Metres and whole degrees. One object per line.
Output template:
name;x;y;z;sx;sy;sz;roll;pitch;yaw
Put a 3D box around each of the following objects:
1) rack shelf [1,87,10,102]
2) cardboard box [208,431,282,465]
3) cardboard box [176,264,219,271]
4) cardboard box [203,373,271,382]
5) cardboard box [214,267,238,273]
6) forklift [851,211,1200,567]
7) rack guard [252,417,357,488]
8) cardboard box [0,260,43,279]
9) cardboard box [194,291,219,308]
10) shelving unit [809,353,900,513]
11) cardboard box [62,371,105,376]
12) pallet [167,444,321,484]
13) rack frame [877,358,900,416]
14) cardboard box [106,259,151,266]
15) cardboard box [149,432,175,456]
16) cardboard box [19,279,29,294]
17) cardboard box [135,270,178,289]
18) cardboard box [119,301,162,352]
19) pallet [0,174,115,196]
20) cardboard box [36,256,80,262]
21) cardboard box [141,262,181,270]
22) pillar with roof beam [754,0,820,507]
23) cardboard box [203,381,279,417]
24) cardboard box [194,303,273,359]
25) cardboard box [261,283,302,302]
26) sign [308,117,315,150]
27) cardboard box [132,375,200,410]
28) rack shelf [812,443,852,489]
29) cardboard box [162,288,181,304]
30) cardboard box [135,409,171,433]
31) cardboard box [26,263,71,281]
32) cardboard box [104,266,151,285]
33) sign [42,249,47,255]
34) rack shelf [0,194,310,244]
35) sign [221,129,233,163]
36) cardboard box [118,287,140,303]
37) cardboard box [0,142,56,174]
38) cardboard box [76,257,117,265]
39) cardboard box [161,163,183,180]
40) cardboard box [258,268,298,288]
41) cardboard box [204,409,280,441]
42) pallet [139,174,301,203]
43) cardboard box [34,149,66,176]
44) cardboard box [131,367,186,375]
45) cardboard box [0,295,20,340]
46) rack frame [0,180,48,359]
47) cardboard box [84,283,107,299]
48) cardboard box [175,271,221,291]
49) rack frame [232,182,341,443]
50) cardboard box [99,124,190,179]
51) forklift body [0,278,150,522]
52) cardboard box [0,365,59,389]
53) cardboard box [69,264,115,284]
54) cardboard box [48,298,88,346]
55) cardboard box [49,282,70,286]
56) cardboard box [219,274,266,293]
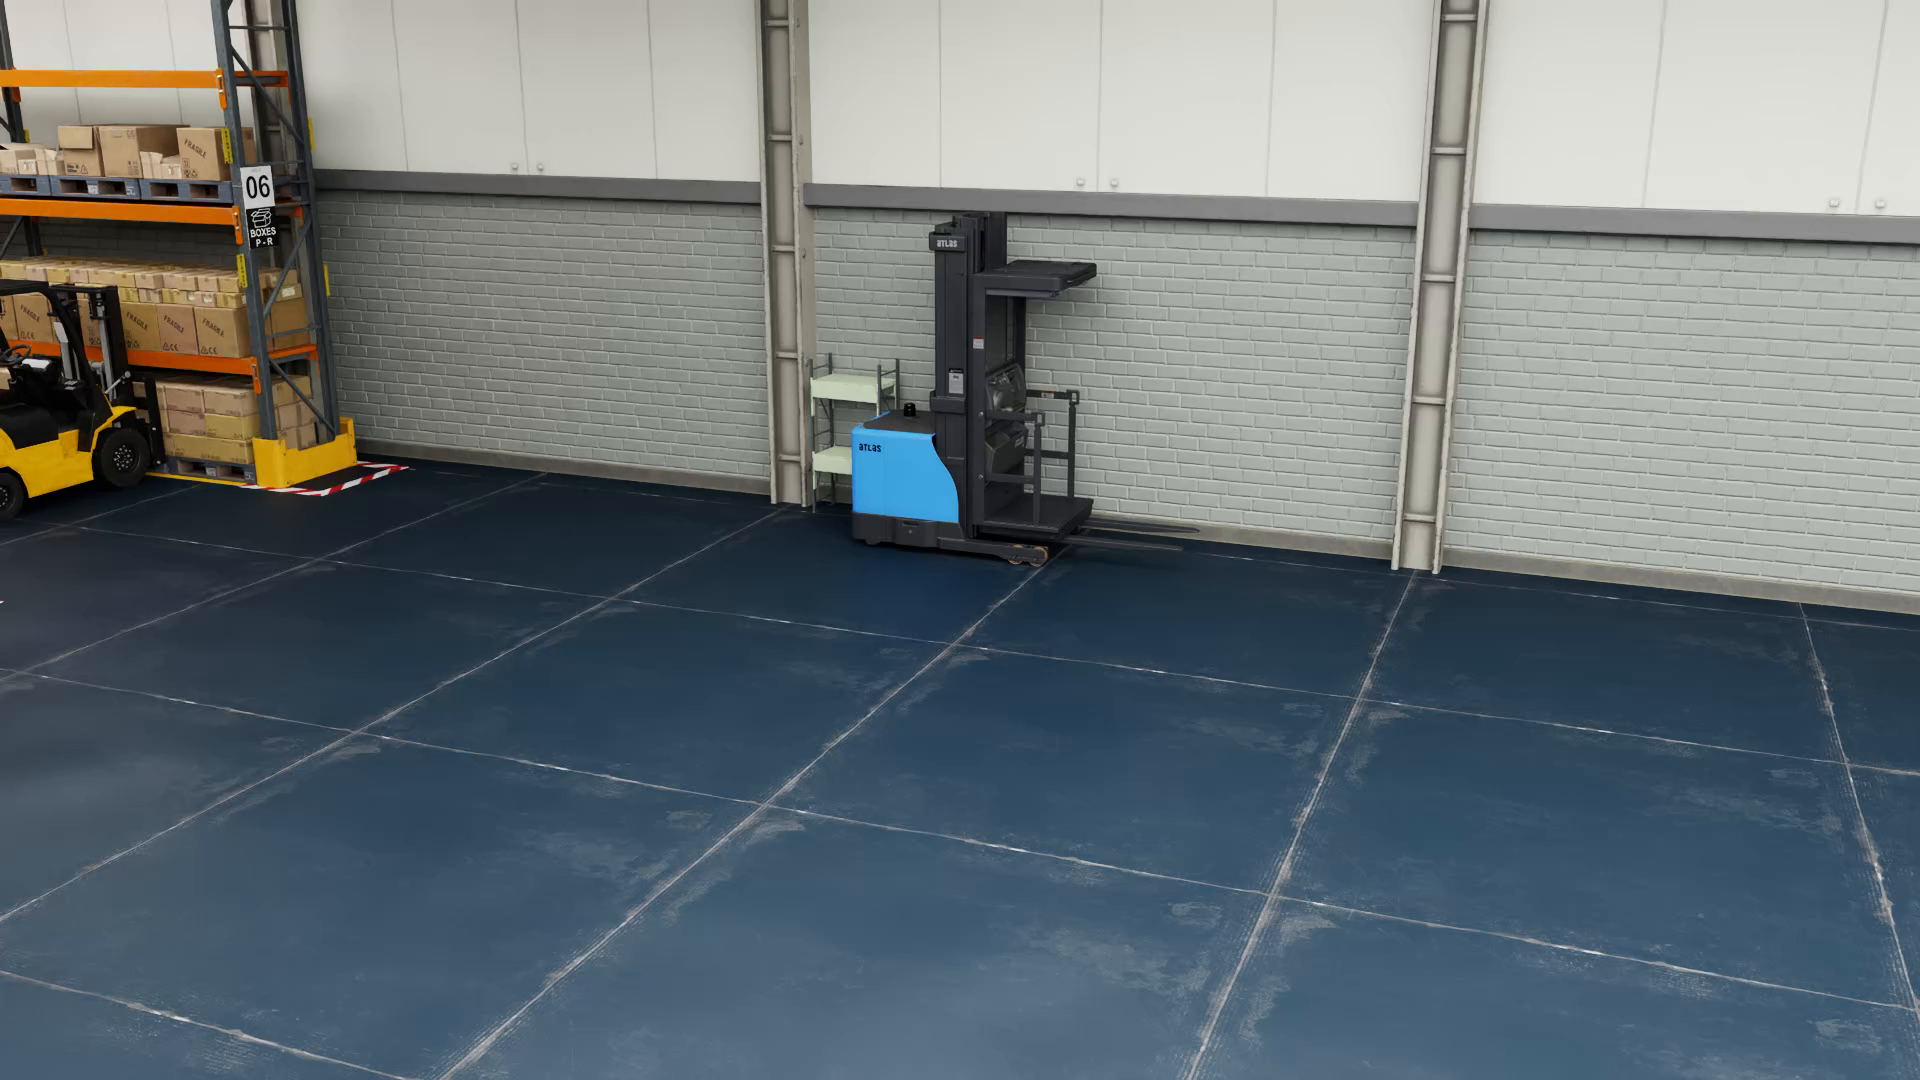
rack shelf;-12.477;-5.091;18.576;4.000;0.370;1.077;6;17;21
cardboard box;-7.448;-0.981;17.350;0.500;0.250;0.500;6;17;21
cardboard box;-8.090;-2.834;17.679;0.250;0.149;0.380;7;18;22
cardboard box;-7.739;-1.643;17.839;0.500;0.250;0.500;6;17;21
cardboard box;-7.611;-2.784;17.508;0.250;0.149;0.380;7;17;22
forklift;0.588;-1.345;14.549;3.031;2.935;1.130;6;17;20
rack guard;-6.873;-0.930;17.482;0.348;0.500;1.175;6;17;21
cardboard box;-10.146;-2.937;18.032;0.250;0.149;0.380;7;17;21
cardboard box;-7.569;-2.474;16.973;0.250;0.149;0.380;7;17;22
shelving unit;-0.998;-0.988;15.888;0.755;1.500;0.431;8;18;25
cardboard box;-9.342;-1.670;17.932;0.500;0.250;0.500;7;18;23
pallet;-7.622;-0.862;17.763;1.213;0.211;1.003;6;17;21
rack frame;-0.668;-0.944;15.736;0.023;1.500;0.400;8;18;25
cardboard box;-9.029;-2.951;18.083;0.250;0.149;0.380;6;17;20
cardboard box;-8.369;-1.088;17.718;0.500;0.250;0.500;6;17;21
cardboard box;-9.922;-2.756;17.943;0.250;0.149;0.380;6;17;21
cardboard box;-8.287;-2.697;17.208;0.250;0.149;0.380;7;18;22
cardboard box;-8.405;-2.271;17.438;0.500;0.500;0.500;6;17;20
pallet;-9.813;-3.860;17.868;1.213;0.211;1.003;6;17;21
cardboard box;-9.990;-3.054;18.438;0.250;0.149;0.380;6;17;19
cardboard box;-8.558;-2.891;17.876;0.250;0.149;0.380;6;17;21
pillar with roof beam;-3.210;-3.589;11.396;0.400;9.000;9.100;6;17;21
cardboard box;-7.438;-1.461;17.211;0.500;0.250;0.500;7;18;22
cardboard box;-7.449;-2.164;17.067;0.500;0.500;0.500;6;17;19
cardboard box;-7.116;-2.595;17.389;0.250;0.149;0.380;6;17;19
sign;-6.686;-4.175;17.085;0.005;0.325;0.100;6;17;21
cardboard box;-8.388;-1.561;17.555;0.500;0.250;0.500;7;17;21
rack shelf;-0.998;-0.675;15.979;0.720;0.370;0.431;8;18;25
cardboard box;-8.015;-2.545;17.217;0.250;0.149;0.380;6;17;20
cardboard box;-8.413;-1.325;17.639;0.500;0.250;0.500;6;17;19
cardboard box;-9.710;-2.855;17.752;0.250;0.149;0.380;7;17;22
cardboard box;-8.735;-2.773;17.469;0.250;0.149;0.380;7;17;21
sign;-10.414;-3.140;18.916;0.005;0.325;0.100;6;17;21
rack shelf;-8.756;-3.433;17.529;4.000;0.370;1.077;6;17;21
sign;-7.107;-3.822;16.131;0.005;0.325;0.100;6;17;21
cardboard box;-8.523;-2.581;17.340;0.250;0.149;0.380;6;17;21
cardboard box;-9.932;-4.042;17.562;0.500;0.311;0.500;7;17;22
cardboard box;-9.483;-3.021;18.324;0.250;0.149;0.380;6;17;20
cardboard box;-7.777;-3.709;16.707;0.250;0.149;0.380;6;17;19
cardboard box;-7.129;-2.725;17.305;0.250;0.149;0.380;6;17;20
cardboard box;-7.463;-1.223;17.289;0.500;0.250;0.500;6;17;20
pallet;-7.543;-3.610;17.008;1.213;0.211;1.003;6;17;21
cardboard box;-9.347;-3.938;17.285;0.258;0.266;0.396;6;17;19
cardboard box;-8.674;-1.751;18.211;0.500;0.250;0.500;6;17;20
cardboard box;-10.299;-2.477;18.148;0.500;0.500;0.500;6;17;19
rack frame;-10.616;-2.543;18.551;0.127;3.000;1.000;6;17;21
cardboard box;-8.985;-2.638;17.537;0.250;0.149;0.380;6;17;19
cardboard box;-7.800;-2.655;17.061;0.250;0.149;0.380;7;17;22
rack frame;-6.895;-2.133;17.142;0.127;3.000;1.000;6;17;21
cardboard box;-8.313;-3.984;17.026;0.500;0.500;0.700;6;17;21
forklift body;-9.329;-1.447;16.299;1.214;2.155;2.313;6;17;21
cardboard box;-10.281;-1.773;18.286;0.500;0.250;0.500;6;17;20
cardboard box;-9.201;-2.824;17.645;0.250;0.149;0.380;6;17;20
cardboard box;-9.337;-2.377;17.802;0.500;0.500;0.500;6;17;20
cardboard box;-9.476;-2.684;17.696;0.250;0.149;0.380;6;17;20
cardboard box;-7.306;-2.618;16.934;0.250;0.149;0.380;6;17;21
